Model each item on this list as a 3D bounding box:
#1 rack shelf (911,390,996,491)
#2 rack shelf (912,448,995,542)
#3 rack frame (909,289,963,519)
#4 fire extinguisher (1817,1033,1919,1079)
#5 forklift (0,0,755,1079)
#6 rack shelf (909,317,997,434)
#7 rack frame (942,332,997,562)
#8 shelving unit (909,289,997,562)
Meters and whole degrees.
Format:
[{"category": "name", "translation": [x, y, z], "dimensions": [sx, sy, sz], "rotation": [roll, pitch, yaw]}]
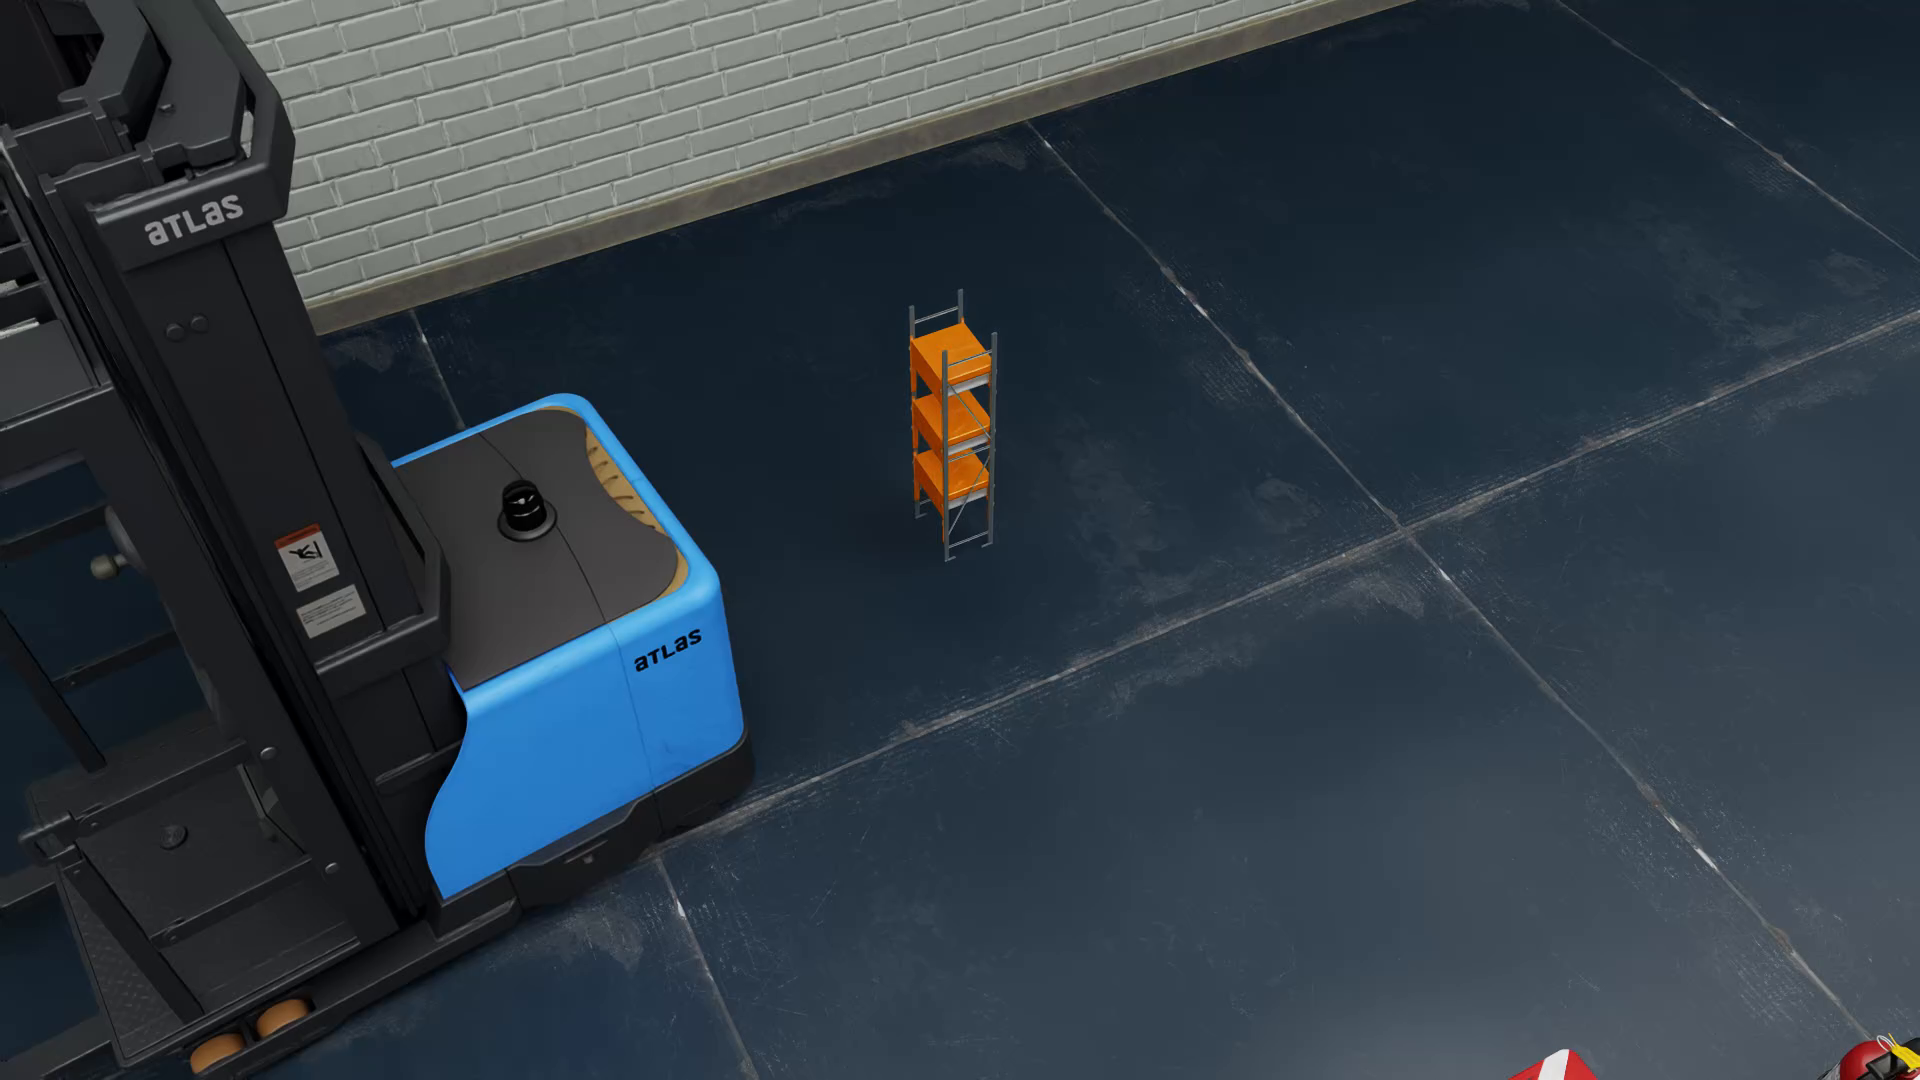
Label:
[{"category": "rack shelf", "translation": [-0.024, -0.374, 5.894], "dimensions": [0.215, 0.259, 0.240], "rotation": [-21, 52, -18]}, {"category": "rack shelf", "translation": [-0.024, -0.192, 6.103], "dimensions": [0.215, 0.259, 0.240], "rotation": [-21, 52, -18]}, {"category": "rack frame", "translation": [-0.080, -0.463, 5.958], "dimensions": [0.200, 1.050, 0.008], "rotation": [-21, 52, -18]}, {"category": "fire extinguisher", "translation": [1.917, 1.187, 3.518], "dimensions": [0.296, 0.674, 0.183], "rotation": [-21, 52, -18]}, {"category": "forklift", "translation": [-2.184, 0.172, 4.153], "dimensions": [3.031, 2.935, 1.130], "rotation": [-27, 54, -21]}, {"category": "rack shelf", "translation": [-0.024, -0.561, 5.681], "dimensions": [0.215, 0.259, 0.240], "rotation": [-21, 52, -18]}, {"category": "rack frame", "translation": [0.031, -0.300, 5.815], "dimensions": [0.200, 1.050, 0.008], "rotation": [-21, 52, -18]}, {"category": "shelving unit", "translation": [-0.024, -0.381, 5.886], "dimensions": [0.215, 1.050, 0.252], "rotation": [-21, 52, -18]}]
